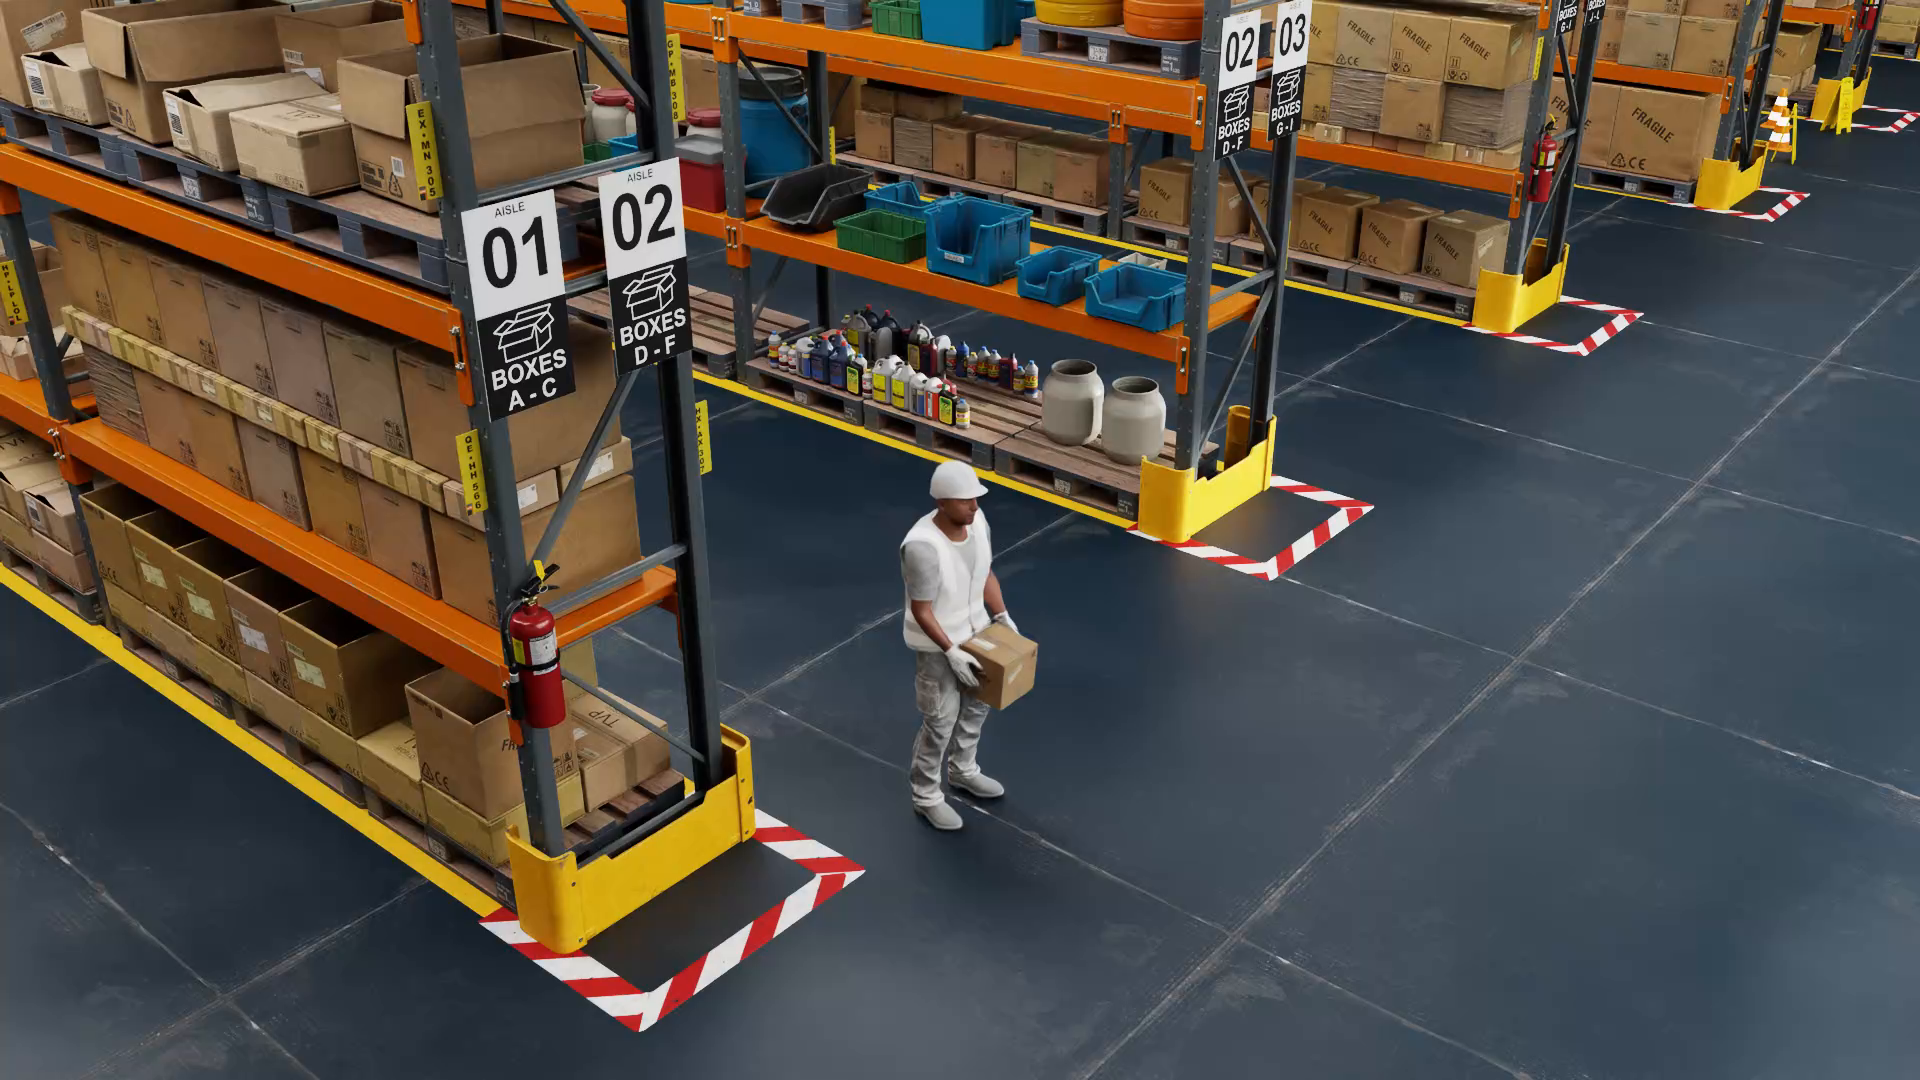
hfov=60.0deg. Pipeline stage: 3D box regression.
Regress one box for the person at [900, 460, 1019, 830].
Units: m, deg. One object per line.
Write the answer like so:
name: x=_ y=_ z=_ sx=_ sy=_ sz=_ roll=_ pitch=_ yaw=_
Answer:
person: x=0.000 y=0.468 z=7.678 sx=0.483 sy=1.788 sz=0.552 roll=20 pitch=33 yaw=34
